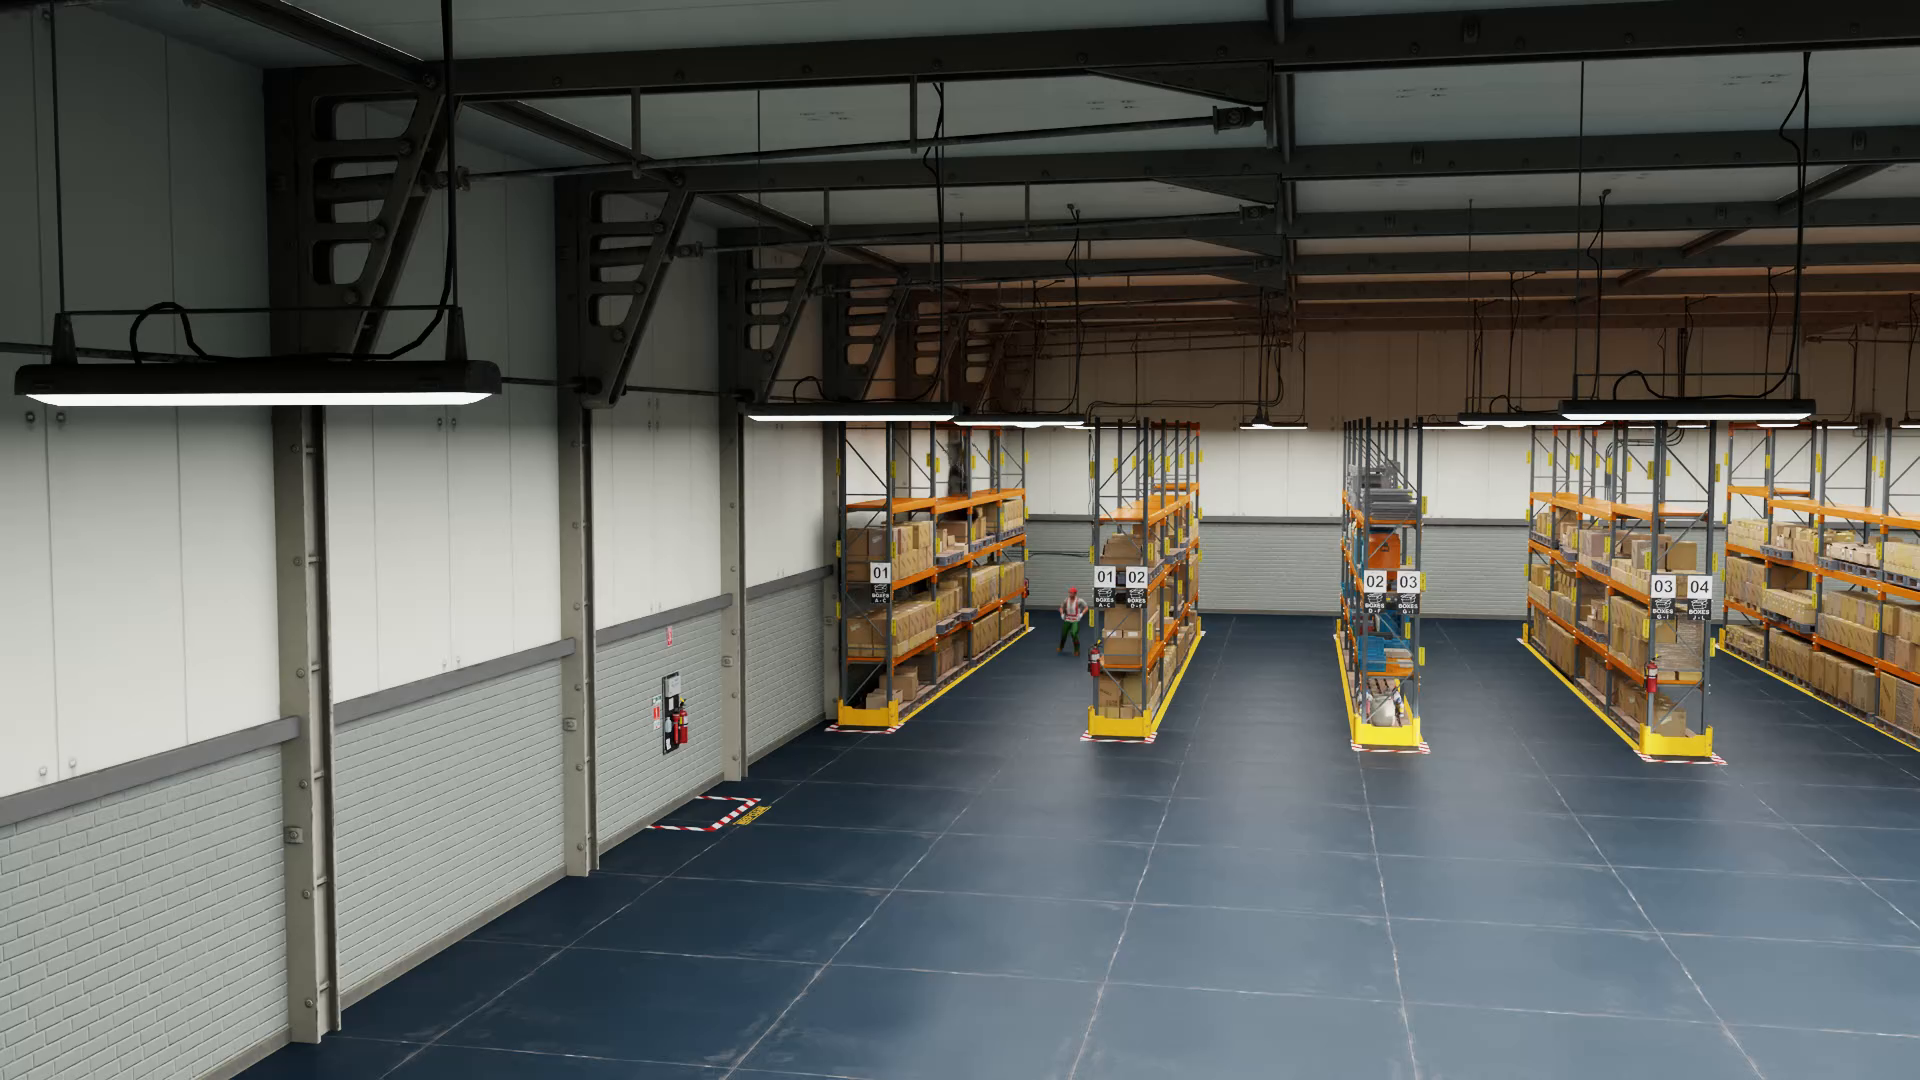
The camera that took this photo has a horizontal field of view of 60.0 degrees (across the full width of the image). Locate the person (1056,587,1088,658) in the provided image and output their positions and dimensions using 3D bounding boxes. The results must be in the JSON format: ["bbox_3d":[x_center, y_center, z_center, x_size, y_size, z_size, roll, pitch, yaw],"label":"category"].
[{"bbox_3d":[2.833,2.093,42.618,0.898,1.774,0.766,1,4,21],"label":"person"}]
